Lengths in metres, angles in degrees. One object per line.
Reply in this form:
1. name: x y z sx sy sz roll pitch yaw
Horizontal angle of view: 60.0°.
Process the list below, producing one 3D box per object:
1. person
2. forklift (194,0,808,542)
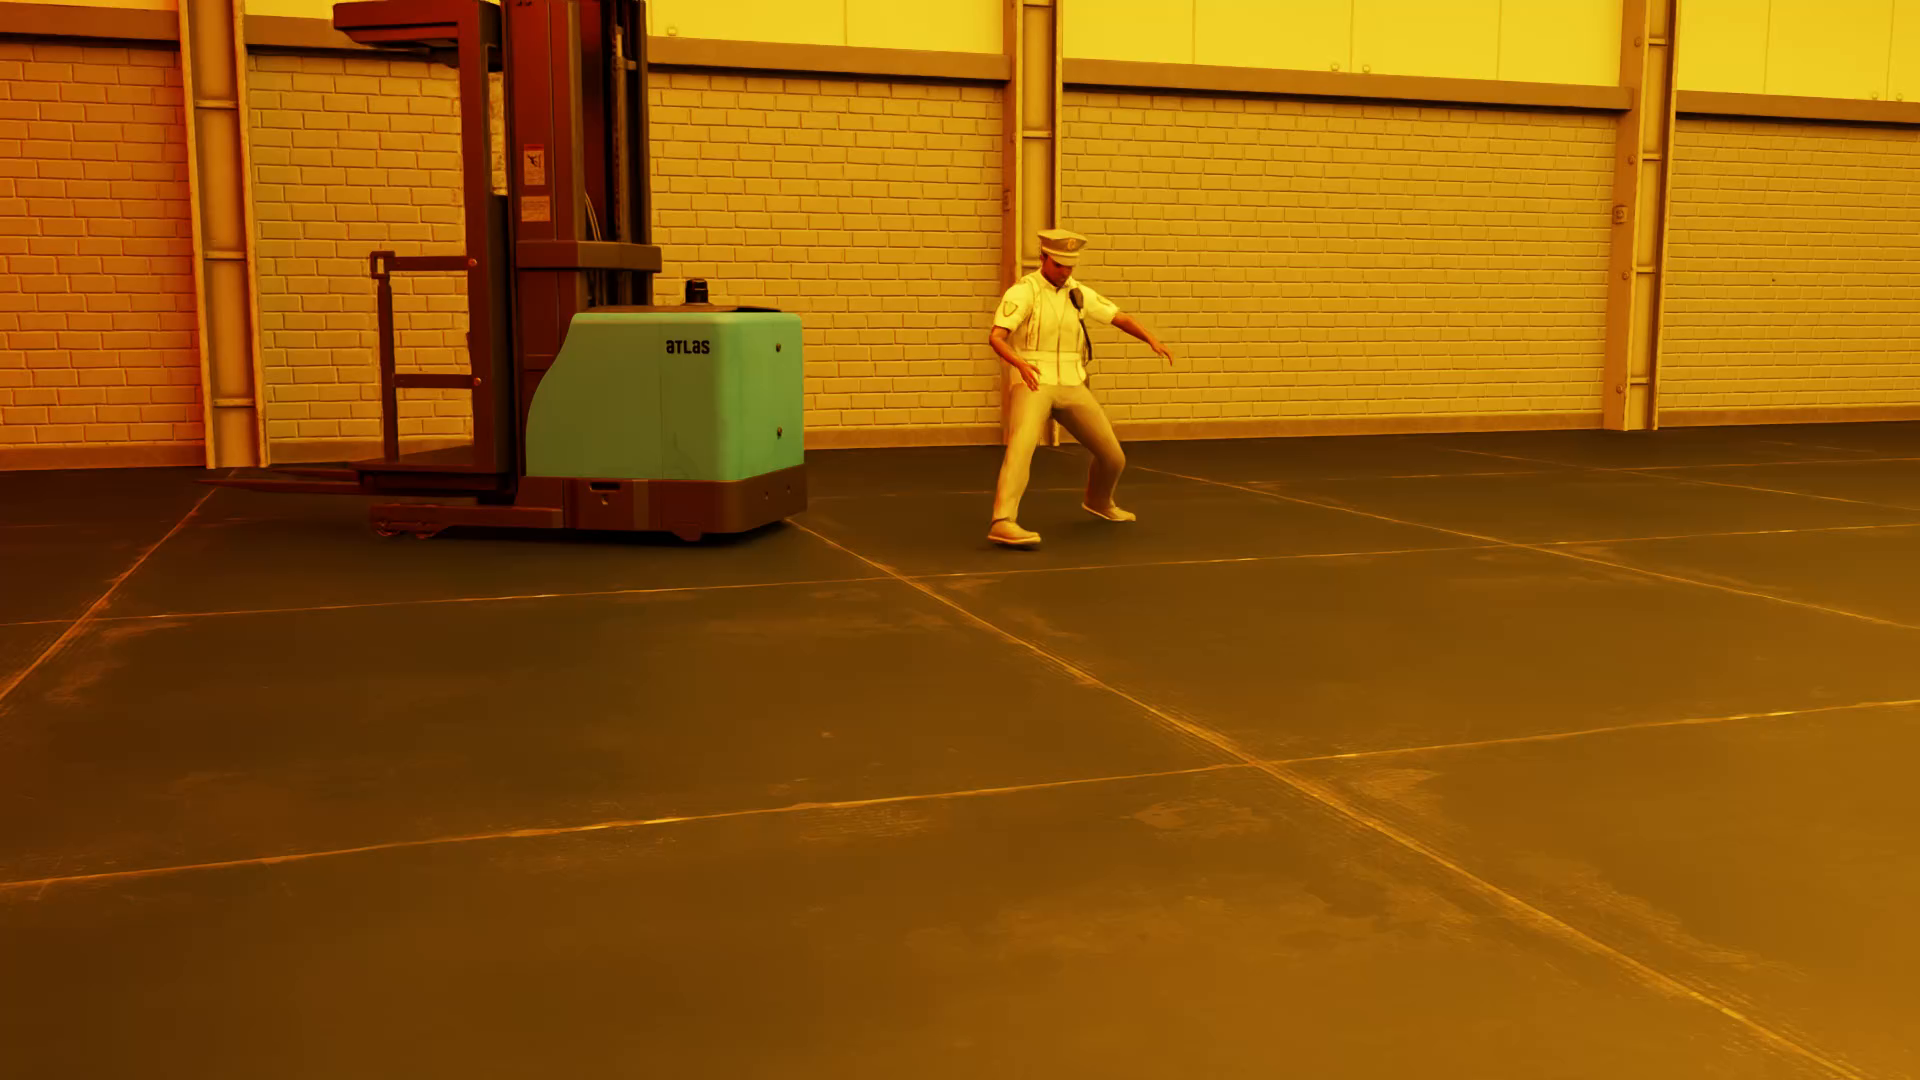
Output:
1. person: 0.542 -0.747 8.058 1.103 1.493 0.935 -3 8 -23
2. forklift: -2.355 -1.525 8.262 3.031 2.935 1.130 2 8 14
